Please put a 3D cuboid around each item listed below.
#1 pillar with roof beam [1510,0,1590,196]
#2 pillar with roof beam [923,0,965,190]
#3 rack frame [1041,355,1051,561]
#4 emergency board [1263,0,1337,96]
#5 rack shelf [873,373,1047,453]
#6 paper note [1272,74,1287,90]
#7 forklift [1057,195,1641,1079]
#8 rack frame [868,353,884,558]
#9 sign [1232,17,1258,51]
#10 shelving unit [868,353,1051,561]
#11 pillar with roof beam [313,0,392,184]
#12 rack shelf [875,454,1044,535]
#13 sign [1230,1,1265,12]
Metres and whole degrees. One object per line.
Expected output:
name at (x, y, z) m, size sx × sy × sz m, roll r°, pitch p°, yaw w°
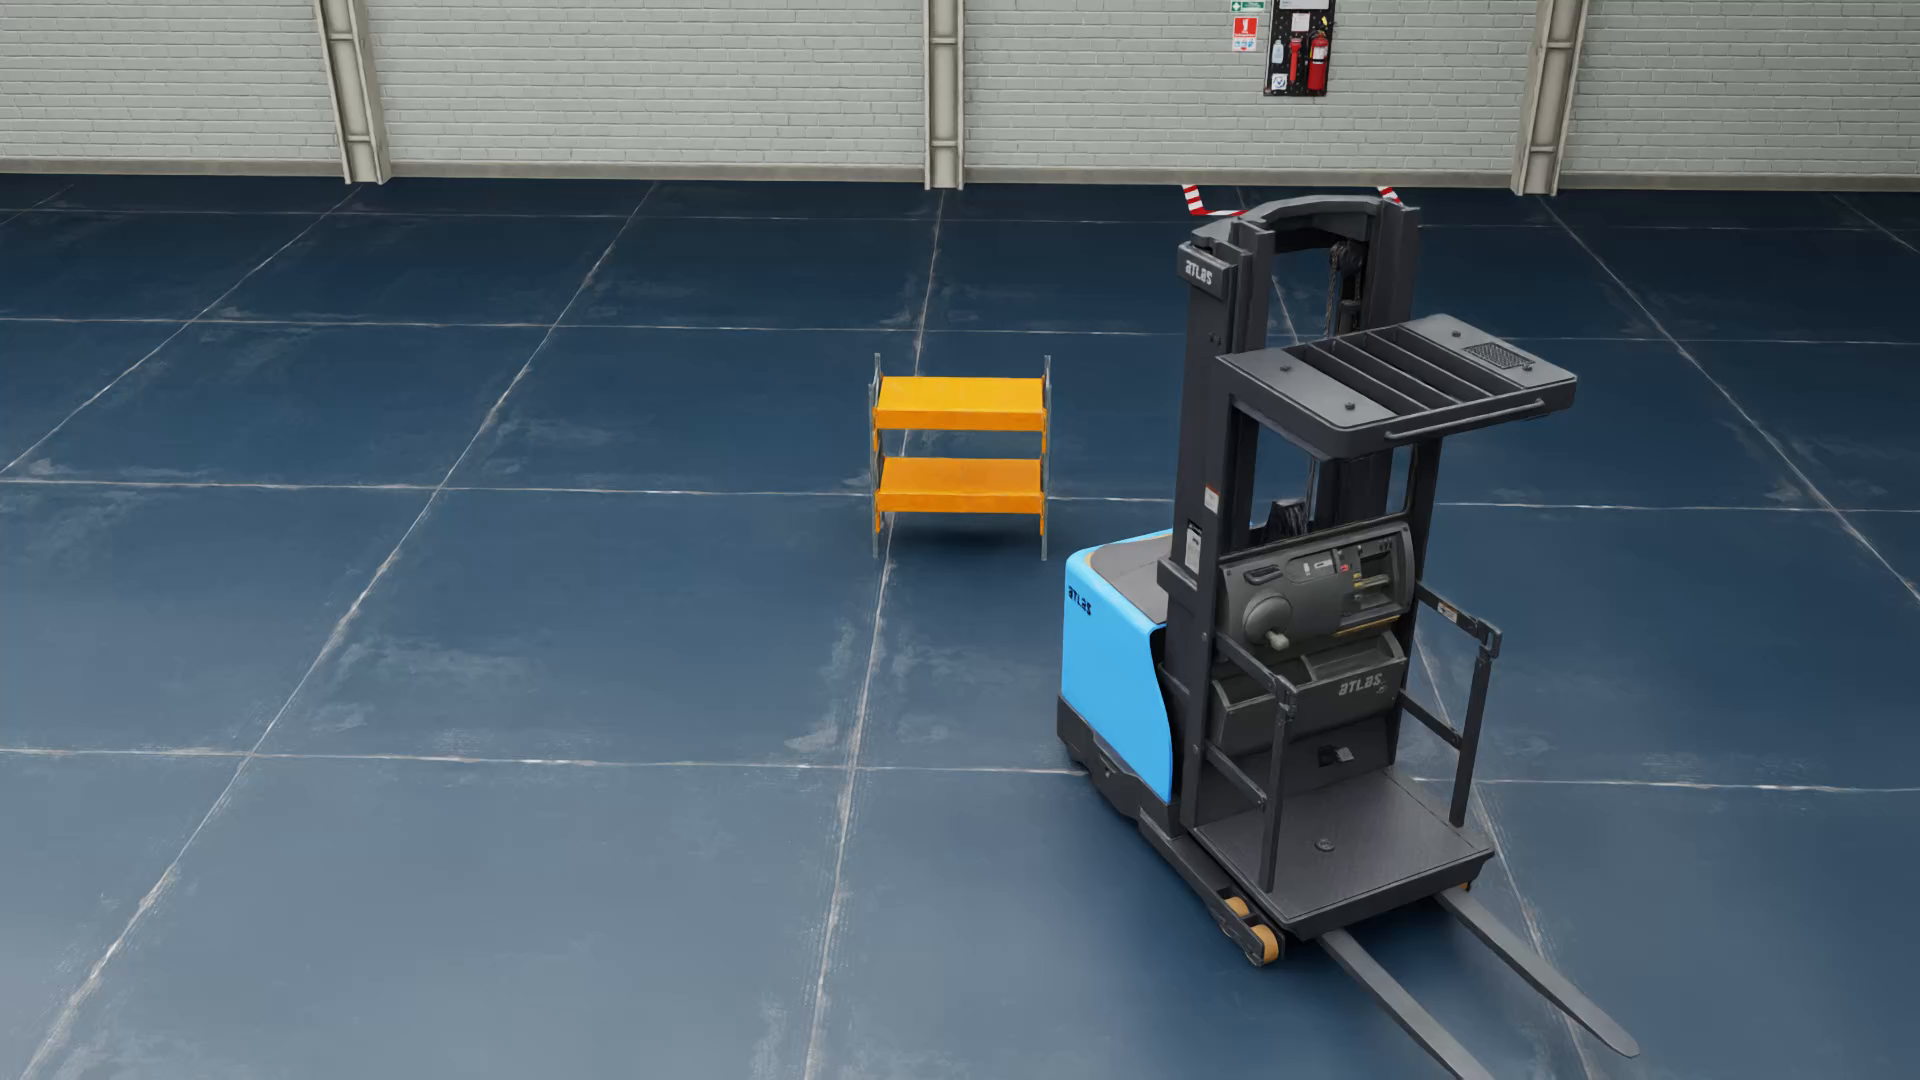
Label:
pillar with roof beam at (5.686, -5.514, 11.044) m, size 0.400 × 9.000 × 9.100 m, roll 1°, pitch 28°, yaw 2°
pillar with roof beam at (-0.311, -5.613, 11.231) m, size 0.400 × 9.000 × 9.100 m, roll 1°, pitch 28°, yaw 2°
rack frame at (0.515, -0.488, 9.970) m, size 0.032 × 1.125 × 0.500 m, roll 1°, pitch 28°, yaw 2°
emergency board at (3.369, -4.937, 16.361) m, size 0.643 × 1.169 × 0.194 m, roll 1°, pitch 28°, yaw 2°
rack shelf at (0.007, -0.755, 9.849) m, size 1.000 × 0.278 × 0.538 m, roll 1°, pitch 28°, yaw 2°
paper note at (3.195, -4.583, 16.634) m, size 0.142 × 0.148 × 0.016 m, roll 1°, pitch 28°, yaw 2°
forklift at (1.577, 0.237, 6.674) m, size 1.130 × 2.935 × 3.031 m, roll -13°, pitch 30°, yaw -23°
rack frame at (-0.501, -0.505, 10.002) m, size 0.032 × 1.125 × 0.500 m, roll 1°, pitch 28°, yaw 2°
sign at (2.820, -5.010, 16.461) m, size 0.234 × 0.329 × 0.001 m, roll 1°, pitch 28°, yaw 2°
shelving unit at (0.007, -0.497, 9.986) m, size 1.048 × 1.125 × 0.538 m, roll 1°, pitch 28°, yaw 2°
pillar with roof beam at (-6.307, -5.713, 11.418) m, size 0.400 × 9.000 × 9.100 m, roll 1°, pitch 28°, yaw 2°
rack shelf at (0.007, -0.281, 10.101) m, size 1.000 × 0.278 × 0.538 m, roll 1°, pitch 28°, yaw 2°
sign at (2.824, -5.240, 16.329) m, size 0.331 × 0.109 × 0.001 m, roll 1°, pitch 28°, yaw 2°
